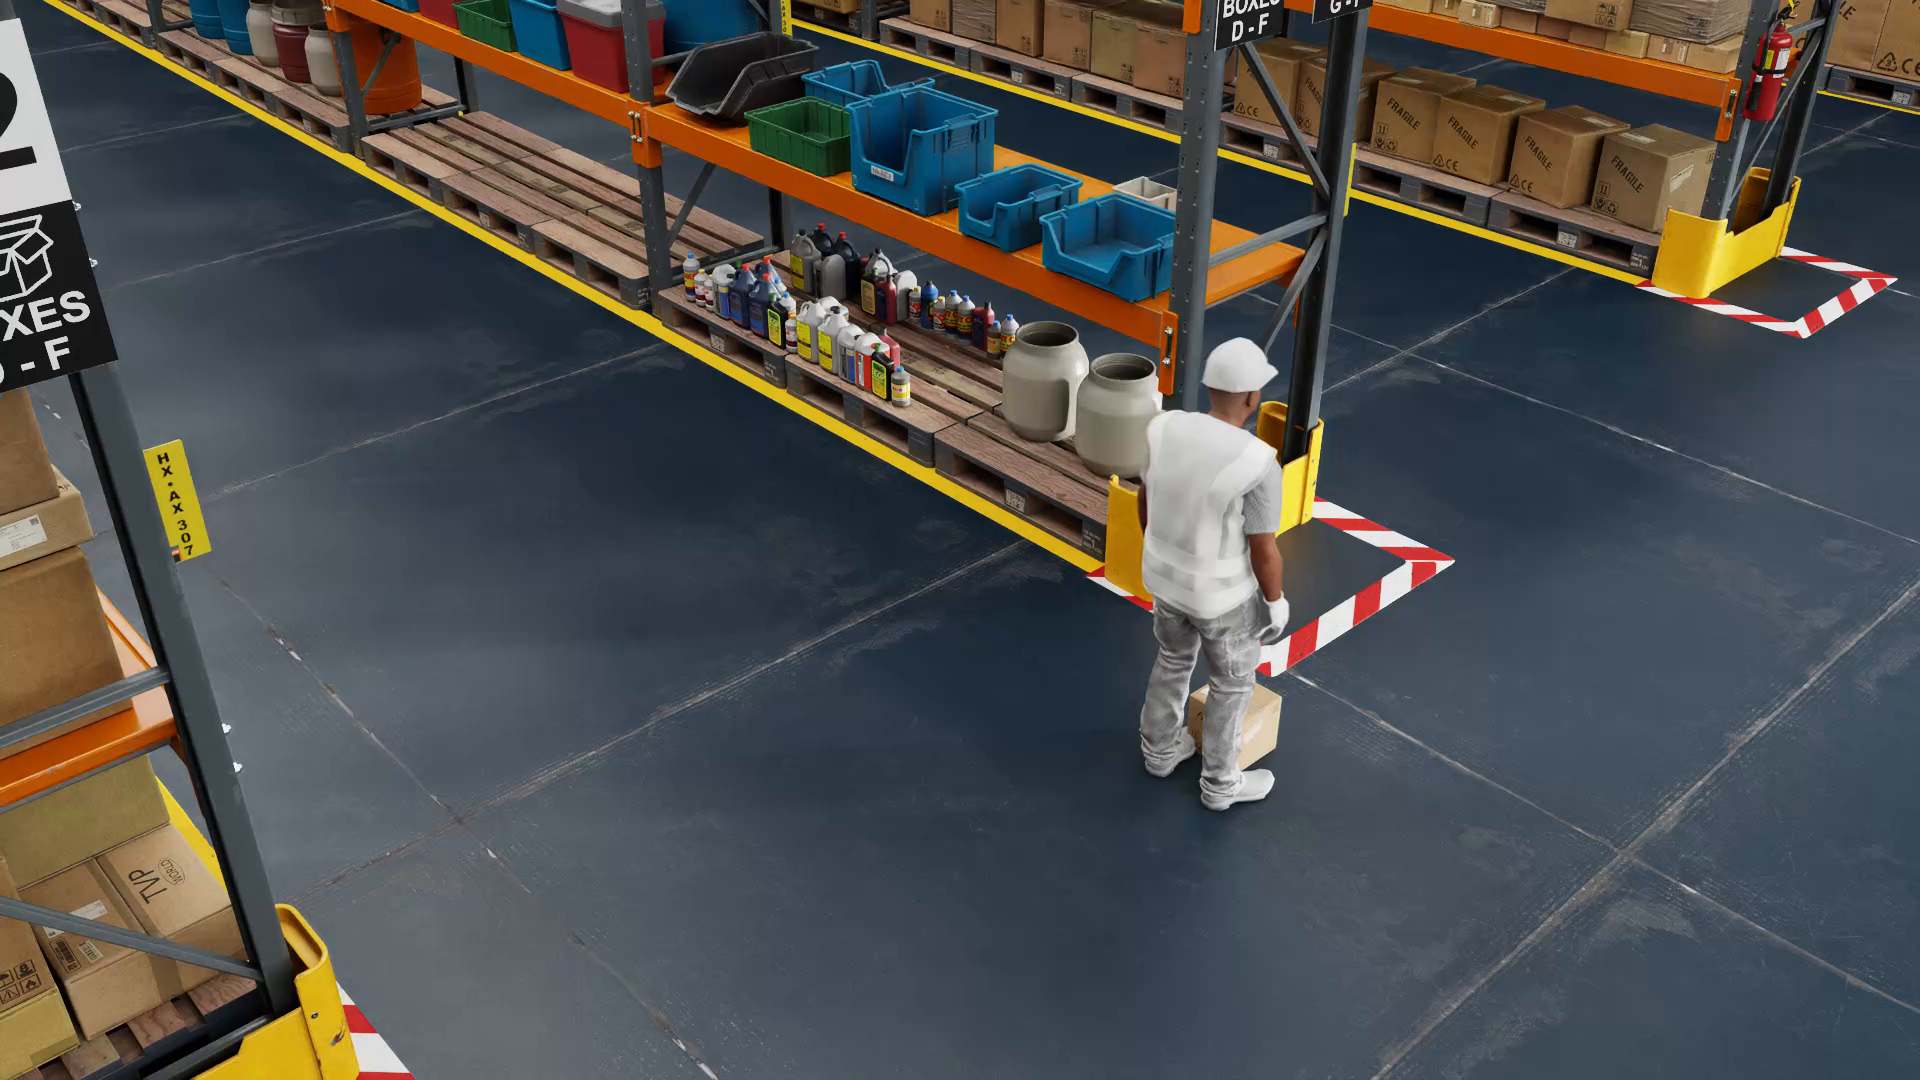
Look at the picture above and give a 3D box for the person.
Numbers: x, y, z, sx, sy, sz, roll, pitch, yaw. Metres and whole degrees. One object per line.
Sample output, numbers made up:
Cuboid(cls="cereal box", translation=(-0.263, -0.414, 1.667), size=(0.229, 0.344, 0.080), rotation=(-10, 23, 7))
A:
Cuboid(cls="person", translation=(0.890, 0.133, 5.907), size=(0.452, 1.774, 0.629), rotation=(-25, 39, -35))
